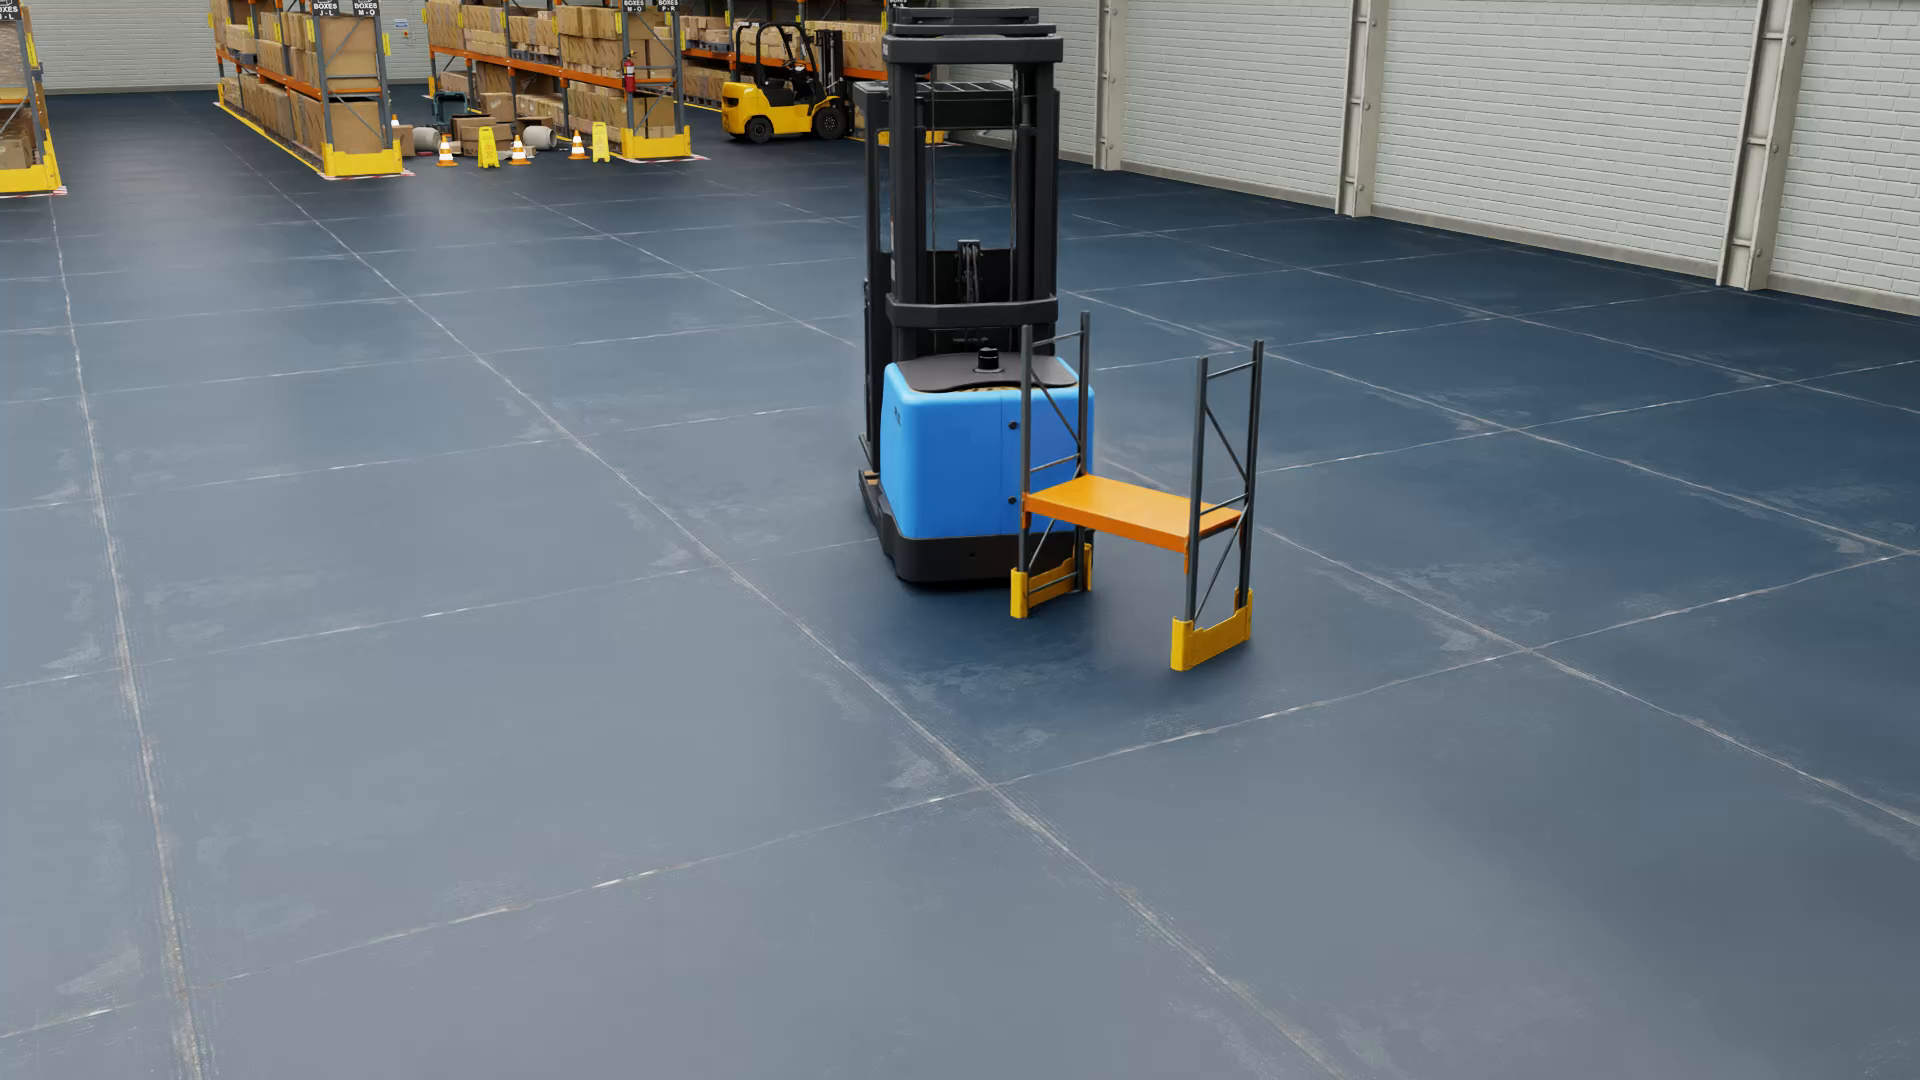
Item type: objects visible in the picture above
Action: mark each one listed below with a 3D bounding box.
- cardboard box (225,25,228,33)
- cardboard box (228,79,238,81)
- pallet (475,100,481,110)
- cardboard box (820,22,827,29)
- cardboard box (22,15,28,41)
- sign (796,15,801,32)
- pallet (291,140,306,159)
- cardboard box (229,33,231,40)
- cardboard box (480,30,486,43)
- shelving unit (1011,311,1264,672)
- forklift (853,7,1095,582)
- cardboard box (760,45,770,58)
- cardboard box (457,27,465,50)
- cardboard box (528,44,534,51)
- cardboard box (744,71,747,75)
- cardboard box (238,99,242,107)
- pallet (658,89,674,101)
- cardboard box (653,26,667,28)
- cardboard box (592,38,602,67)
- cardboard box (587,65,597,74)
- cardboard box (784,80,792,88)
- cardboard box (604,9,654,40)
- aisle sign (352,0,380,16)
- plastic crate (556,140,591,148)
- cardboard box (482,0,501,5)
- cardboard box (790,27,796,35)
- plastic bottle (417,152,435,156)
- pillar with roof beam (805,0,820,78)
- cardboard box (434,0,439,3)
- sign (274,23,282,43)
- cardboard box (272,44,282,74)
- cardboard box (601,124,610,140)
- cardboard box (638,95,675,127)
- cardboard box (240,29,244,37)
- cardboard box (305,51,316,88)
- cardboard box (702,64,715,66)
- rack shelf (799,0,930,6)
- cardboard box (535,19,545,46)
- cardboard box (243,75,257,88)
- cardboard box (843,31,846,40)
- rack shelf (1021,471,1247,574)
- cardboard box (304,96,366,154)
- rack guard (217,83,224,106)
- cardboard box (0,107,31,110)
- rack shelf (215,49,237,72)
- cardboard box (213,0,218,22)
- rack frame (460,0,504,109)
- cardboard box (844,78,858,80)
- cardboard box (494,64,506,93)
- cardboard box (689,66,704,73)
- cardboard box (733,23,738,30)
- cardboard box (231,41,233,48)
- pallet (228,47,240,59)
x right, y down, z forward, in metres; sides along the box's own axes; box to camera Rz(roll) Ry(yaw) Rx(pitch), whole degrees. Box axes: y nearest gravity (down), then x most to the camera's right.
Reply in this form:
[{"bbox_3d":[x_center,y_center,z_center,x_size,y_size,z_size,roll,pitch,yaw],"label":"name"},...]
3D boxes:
[{"bbox_3d":[-15.489,-10.935,35.551,0.380,0.149,0.250,-9,21,-24],"label":"cardboard box"},{"bbox_3d":[-16.786,-10.624,38.636,0.380,0.149,0.250,-11,22,-29],"label":"cardboard box"},{"bbox_3d":[-10.530,-10.026,38.362,1.003,0.211,1.213,-10,21,-27],"label":"pallet"},{"bbox_3d":[-2.542,-10.161,32.877,0.380,0.149,0.250,-9,21,-25],"label":"cardboard box"},{"bbox_3d":[-14.238,-7.579,24.855,0.500,0.500,0.500,-10,21,-27],"label":"cardboard box"},{"bbox_3d":[-3.270,-10.450,33.664,0.100,0.325,0.005,-10,21,-27],"label":"sign"},{"bbox_3d":[-11.180,-6.913,29.341,1.003,0.211,1.213,-10,21,-27],"label":"pallet"},{"bbox_3d":[-15.241,-10.646,35.170,0.380,0.149,0.250,-9,21,-25],"label":"cardboard box"},{"bbox_3d":[-10.271,-11.110,36.693,0.500,0.250,0.500,-11,22,-28],"label":"cardboard box"},{"bbox_3d":[0.847,-0.274,8.125,1.083,1.500,0.587,16,25,39],"label":"shelving unit"},{"bbox_3d":[-0.028,-1.604,9.788,1.130,2.935,3.031,-3,19,-9],"label":"forklift"},{"bbox_3d":[-3.971,-10.498,35.686,0.500,0.250,0.500,-9,21,-25],"label":"cardboard box"},{"bbox_3d":[-11.408,-11.694,38.770,0.500,0.500,0.500,-10,21,-26],"label":"cardboard box"},{"bbox_3d":[-8.583,-10.052,33.904,0.380,0.149,0.250,-9,21,-23],"label":"cardboard box"},{"bbox_3d":[-4.772,-10.777,38.459,0.380,0.149,0.250,-9,21,-25],"label":"cardboard box"},{"bbox_3d":[-15.757,-9.669,36.779,0.380,0.149,0.250,-10,21,-26],"label":"cardboard box"},{"bbox_3d":[-6.921,-11.203,41.773,1.003,0.211,1.213,-10,21,-27],"label":"pallet"},{"bbox_3d":[-7.529,-12.788,41.868,0.500,0.250,0.500,-10,21,-27],"label":"cardboard box"},{"bbox_3d":[-6.233,-8.698,29.632,0.500,0.500,0.500,-10,21,-27],"label":"cardboard box"},{"bbox_3d":[-6.553,-8.562,30.229,0.380,0.149,0.250,-10,21,-27],"label":"cardboard box"},{"bbox_3d":[-3.416,-9.475,35.488,0.875,0.625,0.625,-10,22,-27],"label":"cardboard box"},{"bbox_3d":[-5.699,-8.882,28.631,0.700,0.500,0.500,-11,22,-28],"label":"cardboard box"},{"bbox_3d":[-9.275,-8.568,25.878,0.394,0.787,0.004,-10,21,-27],"label":"aisle sign"},{"bbox_3d":[-7.140,-7.299,30.662,0.583,0.080,0.402,16,25,39],"label":"plastic crate"},{"bbox_3d":[-10.884,-12.511,38.609,0.380,0.149,0.250,-10,22,-27],"label":"cardboard box"},{"bbox_3d":[-3.293,-10.516,34.360,0.380,0.149,0.250,-10,22,-27],"label":"cardboard box"},{"bbox_3d":[-9.365,-6.776,29.174,0.133,0.061,0.283,16,25,39],"label":"plastic bottle"},{"bbox_3d":[-7.073,-13.110,33.828,9.100,9.000,0.400,-10,21,-27],"label":"pillar with roof beam"},{"bbox_3d":[-12.587,-13.154,40.474,0.380,0.149,0.250,-11,22,-28],"label":"cardboard box"},{"bbox_3d":[-11.945,-8.884,29.126,0.100,0.325,0.005,-10,21,-27],"label":"sign"},{"bbox_3d":[-12.195,-8.762,30.272,0.500,0.500,0.500,-10,22,-27],"label":"cardboard box"},{"bbox_3d":[-6.124,-7.348,29.898,0.500,0.250,0.500,-10,21,-26],"label":"cardboard box"},{"bbox_3d":[-5.416,-7.643,29.605,0.500,0.500,0.500,-11,22,-28],"label":"cardboard box"},{"bbox_3d":[-14.125,-10.113,33.169,0.380,0.149,0.250,-10,22,-27],"label":"cardboard box"},{"bbox_3d":[-10.069,-7.638,26.938,0.875,0.550,0.550,-10,21,-27],"label":"cardboard box"},{"bbox_3d":[-6.167,-11.586,40.803,0.380,0.149,0.250,-11,22,-29],"label":"cardboard box"},{"bbox_3d":[-1.847,-10.531,32.055,1.077,0.370,4.000,-10,21,-27],"label":"rack shelf"},{"bbox_3d":[-8.061,-10.032,32.852,0.500,0.500,0.500,-9,21,-25],"label":"cardboard box"},{"bbox_3d":[-14.897,-9.724,35.251,0.500,0.250,0.500,-9,21,-25],"label":"cardboard box"},{"bbox_3d":[-2.160,-9.802,32.290,0.380,0.149,0.250,-10,22,-28],"label":"cardboard box"},{"bbox_3d":[0.854,-0.102,8.178,1.000,0.185,0.538,16,25,39],"label":"rack shelf"},{"bbox_3d":[-10.372,-6.944,27.770,0.875,0.875,0.875,-10,22,-28],"label":"cardboard box"},{"bbox_3d":[-17.134,-10.703,39.881,1.175,0.500,0.348,-10,21,-27],"label":"rack guard"},{"bbox_3d":[-17.174,-7.550,30.071,0.700,0.500,0.500,-12,22,-31],"label":"cardboard box"},{"bbox_3d":[-16.221,-10.992,37.990,1.077,0.370,4.000,-10,21,-27],"label":"rack shelf"},{"bbox_3d":[-16.718,-12.100,37.957,0.500,0.500,0.500,-11,22,-28],"label":"cardboard box"},{"bbox_3d":[-10.962,-11.554,38.515,1.000,3.000,0.127,-10,21,-27],"label":"rack frame"},{"bbox_3d":[-2.393,-9.287,33.986,0.500,0.250,0.500,-10,21,-26],"label":"cardboard box"},{"bbox_3d":[-9.738,-10.067,36.822,0.875,0.875,0.875,-10,21,-26],"label":"cardboard box"},{"bbox_3d":[-6.328,-11.363,40.158,0.380,0.149,0.250,-11,22,-29],"label":"cardboard box"},{"bbox_3d":[-4.804,-11.392,36.899,0.380,0.149,0.250,-9,21,-25],"label":"cardboard box"},{"bbox_3d":[-15.118,-10.430,35.000,0.380,0.149,0.250,-10,21,-26],"label":"cardboard box"},{"bbox_3d":[-15.036,-10.425,35.539,1.003,0.211,1.213,-10,21,-27],"label":"pallet"}]
